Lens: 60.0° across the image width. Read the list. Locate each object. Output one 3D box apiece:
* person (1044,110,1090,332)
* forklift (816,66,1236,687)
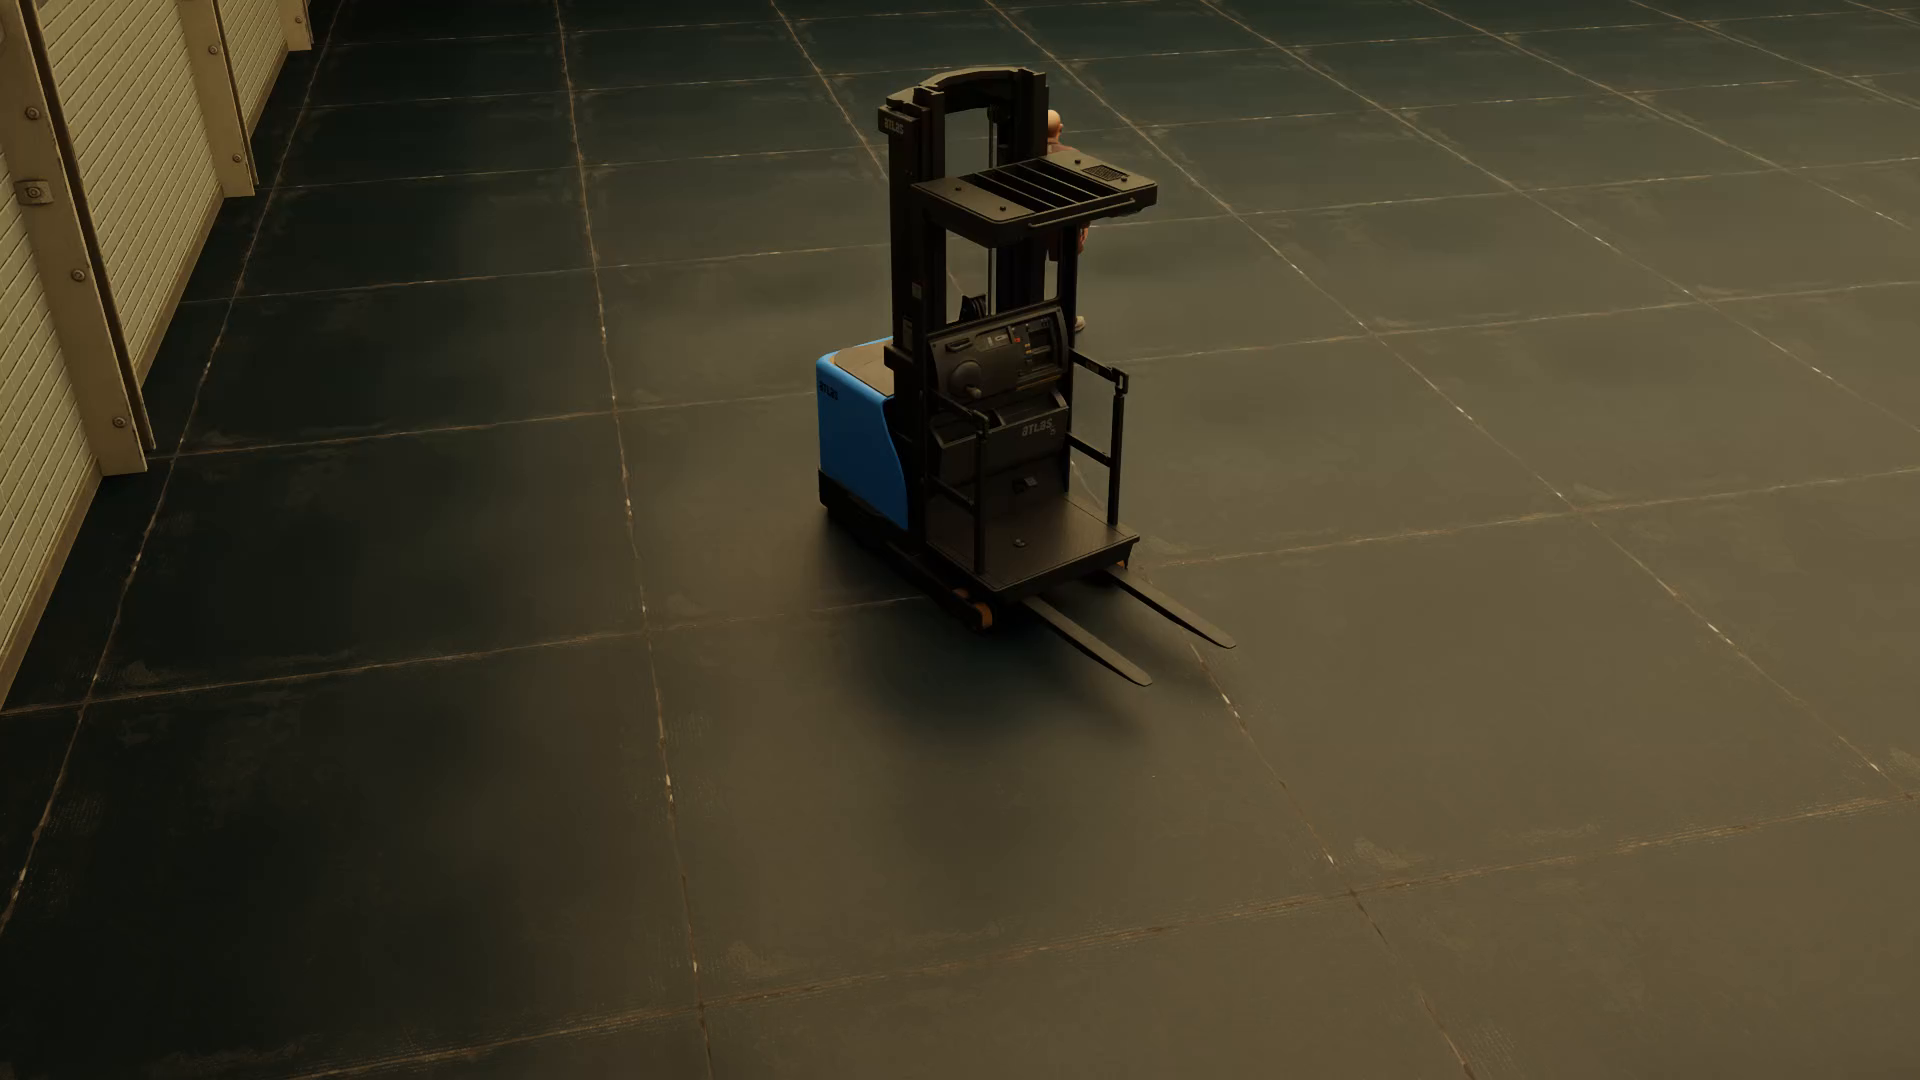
[{"bbox_3d":[0.696,-2.462,12.984,0.644,1.772,0.436,5,30,9],"label":"person"},{"bbox_3d":[0.355,-1.021,9.338,1.130,2.935,3.031,-20,35,-30],"label":"forklift"}]
